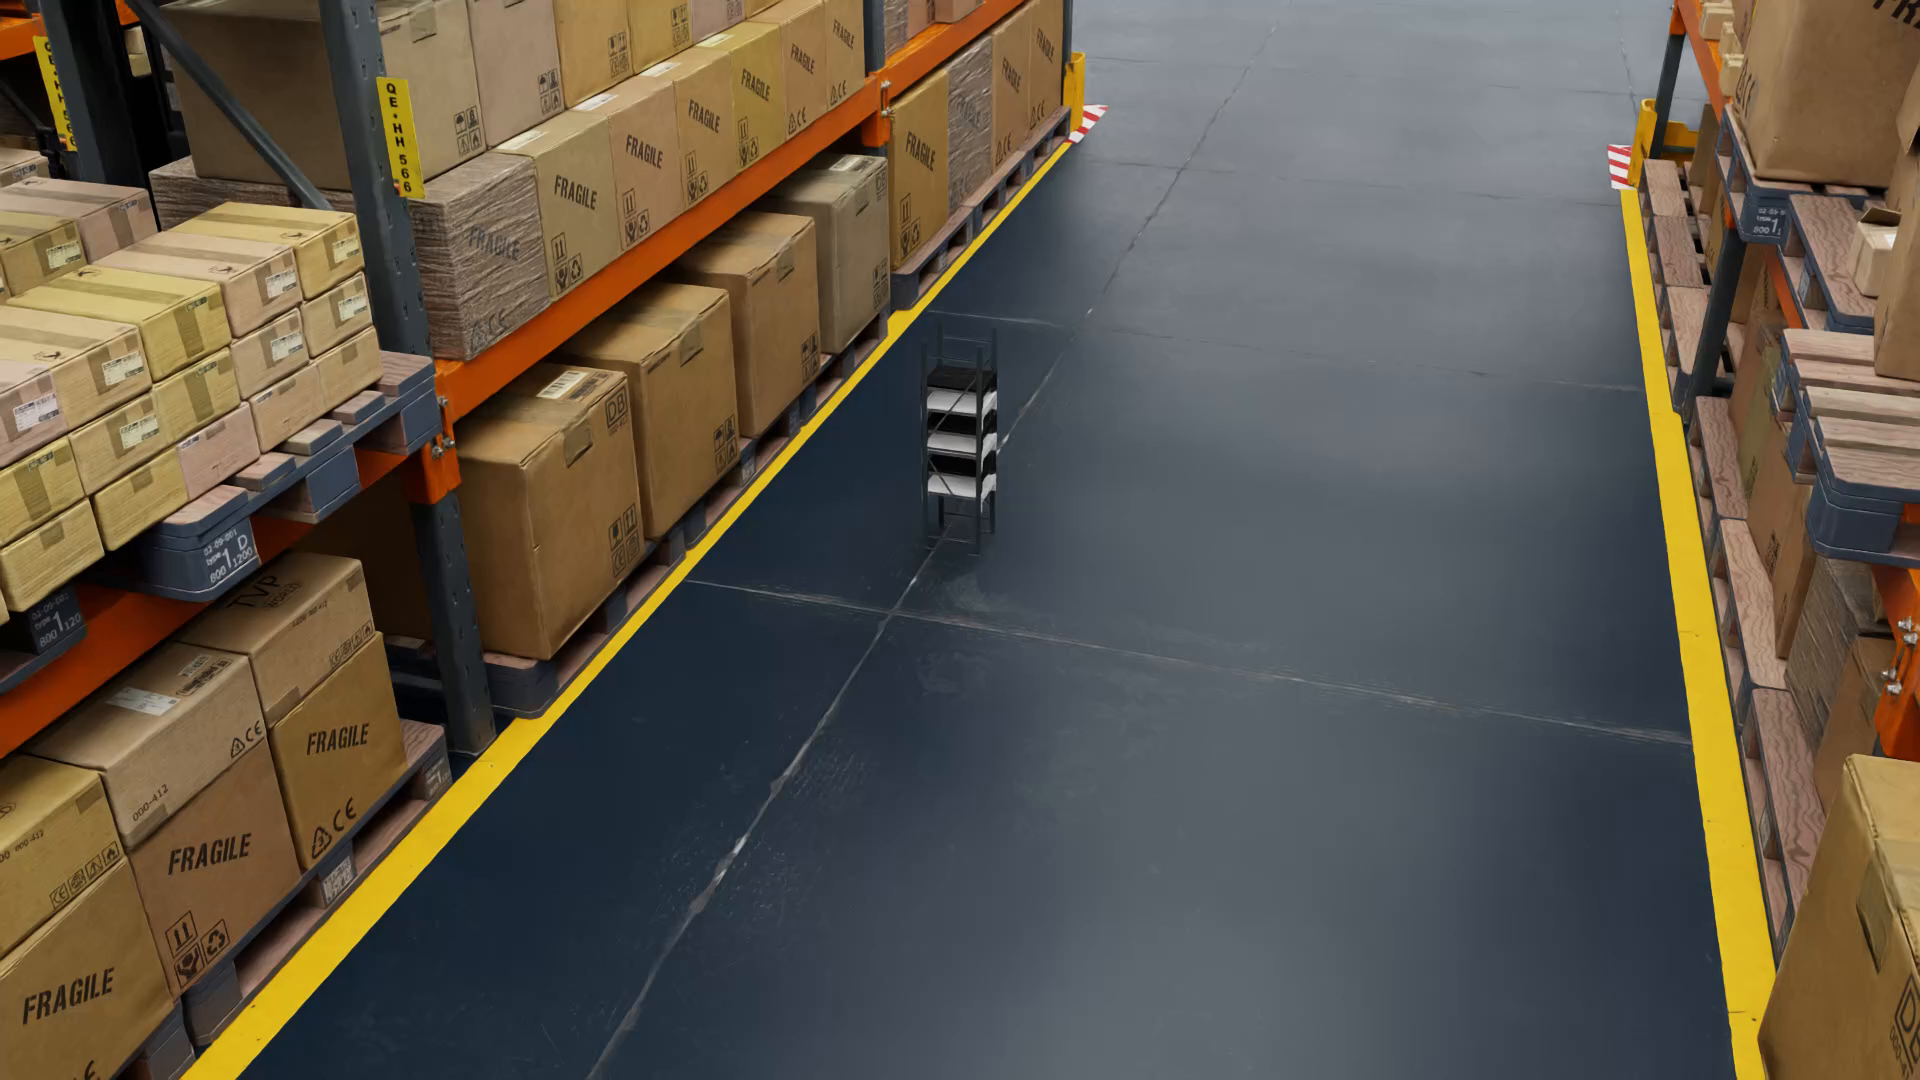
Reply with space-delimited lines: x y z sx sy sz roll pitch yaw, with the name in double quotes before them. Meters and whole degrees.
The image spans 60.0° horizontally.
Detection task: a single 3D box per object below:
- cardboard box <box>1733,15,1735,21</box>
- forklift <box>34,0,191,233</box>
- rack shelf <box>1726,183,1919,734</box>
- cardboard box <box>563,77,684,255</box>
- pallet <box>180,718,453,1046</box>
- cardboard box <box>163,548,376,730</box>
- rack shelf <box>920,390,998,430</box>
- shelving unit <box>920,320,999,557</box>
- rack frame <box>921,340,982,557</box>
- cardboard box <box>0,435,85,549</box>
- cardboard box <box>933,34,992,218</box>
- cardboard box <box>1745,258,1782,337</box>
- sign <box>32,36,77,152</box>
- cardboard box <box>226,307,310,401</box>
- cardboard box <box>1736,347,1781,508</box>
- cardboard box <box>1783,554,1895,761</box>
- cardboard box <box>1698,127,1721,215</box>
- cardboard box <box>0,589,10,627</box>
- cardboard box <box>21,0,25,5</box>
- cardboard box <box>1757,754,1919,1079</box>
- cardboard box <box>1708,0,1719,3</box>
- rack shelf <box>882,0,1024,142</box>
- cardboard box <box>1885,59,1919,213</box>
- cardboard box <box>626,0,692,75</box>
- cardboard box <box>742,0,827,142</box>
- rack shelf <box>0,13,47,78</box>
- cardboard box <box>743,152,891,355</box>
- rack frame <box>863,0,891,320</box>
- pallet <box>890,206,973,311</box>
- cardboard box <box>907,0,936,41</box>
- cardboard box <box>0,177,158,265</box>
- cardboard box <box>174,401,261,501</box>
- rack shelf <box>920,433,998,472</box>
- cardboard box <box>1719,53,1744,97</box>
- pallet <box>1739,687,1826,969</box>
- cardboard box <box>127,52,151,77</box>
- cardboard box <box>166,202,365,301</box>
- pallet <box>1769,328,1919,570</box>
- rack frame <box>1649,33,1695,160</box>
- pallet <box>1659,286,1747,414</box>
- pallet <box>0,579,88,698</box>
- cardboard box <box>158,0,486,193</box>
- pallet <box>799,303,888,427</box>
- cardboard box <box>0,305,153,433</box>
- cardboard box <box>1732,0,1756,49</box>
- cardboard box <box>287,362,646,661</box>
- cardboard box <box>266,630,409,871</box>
"cardboard box" 4.228 -2.627 8.646 0.380 0.149 0.250 8 30 15
"forklift" -3.479 -2.028 7.381 3.031 2.935 1.130 12 31 21
"rack shelf" 3.258 -0.551 5.395 1.077 0.370 4.000 8 30 15
"cardboard box" -1.356 -1.376 6.035 0.500 0.500 0.500 8 30 15
"pallet" -2.272 0.891 4.932 1.003 0.211 1.213 8 30 15
"cardboard box" -1.991 0.245 4.591 0.500 0.250 0.500 8 30 14
"rack shelf" -0.002 -0.518 6.453 0.258 0.077 0.200 8 30 15
"shelving unit" -0.002 -0.389 6.524 0.258 0.900 0.210 8 30 15
"rack frame" -0.032 -0.342 6.440 0.240 0.900 0.006 8 30 15
"cardboard box" -2.051 -0.122 3.403 0.380 0.149 0.250 8 30 15
"cardboard box" -0.354 -2.507 9.924 0.875 0.875 0.875 9 30 15
"cardboard box" 4.001 -1.066 7.721 0.500 0.500 0.500 8 30 13
"sign" -2.573 -1.275 4.765 0.100 0.325 0.005 8 30 15
"cardboard box" -1.827 -0.476 4.040 0.380 0.149 0.250 10 31 17
"cardboard box" 3.486 -0.394 6.491 0.700 0.500 0.500 8 30 15
"cardboard box" 2.999 0.390 5.082 0.700 0.500 0.500 6 30 11
"cardboard box" 4.677 -2.175 9.713 0.500 0.500 0.500 17 33 28
"cardboard box" -2.128 0.126 3.265 0.380 0.149 0.250 9 30 16
"cardboard box" -5.229 -3.200 9.675 0.380 0.149 0.250 8 30 15
"cardboard box" 2.448 1.127 3.393 1.225 0.875 0.875 7 30 13
"cardboard box" 4.394 -2.984 9.287 0.380 0.149 0.250 8 30 15
"rack shelf" -0.280 -3.165 10.094 1.077 0.370 4.000 8 30 15
"cardboard box" 3.424 -1.205 5.292 0.797 0.503 0.637 12 31 20
"cardboard box" -1.454 -2.090 6.291 0.700 0.500 0.500 8 30 14
"cardboard box" -0.913 -2.078 7.297 0.500 0.500 0.500 8 30 14
"rack shelf" -6.216 -1.965 7.937 1.077 0.370 4.000 8 30 15
"cardboard box" -0.963 -1.449 8.151 1.050 0.750 0.750 8 30 15
"rack frame" -0.867 -2.550 8.248 1.000 3.000 0.127 8 30 15
"pallet" -0.569 -1.673 9.541 1.003 0.211 1.213 8 30 15
"cardboard box" -0.630 -3.047 8.988 0.875 0.550 0.550 8 30 15
"cardboard box" -2.363 -0.835 4.381 0.380 0.149 0.250 9 30 15
"cardboard box" -1.896 -0.235 3.913 0.380 0.149 0.250 9 30 16
"rack shelf" -0.002 -0.360 6.541 0.258 0.077 0.200 8 30 15
"cardboard box" 3.807 -2.182 7.845 0.380 0.149 0.250 8 30 15
"pallet" 2.902 0.919 4.880 1.003 0.211 1.213 8 30 15
"cardboard box" -5.197 -2.754 10.241 0.500 0.500 0.500 10 31 17
"cardboard box" -1.747 -0.731 4.194 0.380 0.149 0.250 7 30 13
"pallet" 2.778 -0.199 4.219 1.213 0.211 1.003 8 30 15
"rack frame" 5.019 -3.654 10.233 1.000 3.000 0.127 8 30 15
"pallet" 4.008 -0.894 8.139 1.003 0.211 1.213 8 30 15
"pallet" -2.583 0.319 3.289 1.003 0.211 1.213 8 30 15
"cardboard box" -1.900 -1.379 5.012 0.700 0.500 0.500 8 30 15
"pallet" -1.021 -0.962 8.262 1.003 0.211 1.213 8 30 15
"cardboard box" -1.974 -0.369 3.542 0.380 0.149 0.250 9 30 16
"cardboard box" 4.267 -2.643 8.007 0.875 0.500 0.500 8 30 15
"cardboard box" -1.776 -0.161 5.837 1.050 0.750 0.750 8 30 14
"cardboard box" -1.984 0.561 4.795 0.500 0.500 0.500 8 30 15
